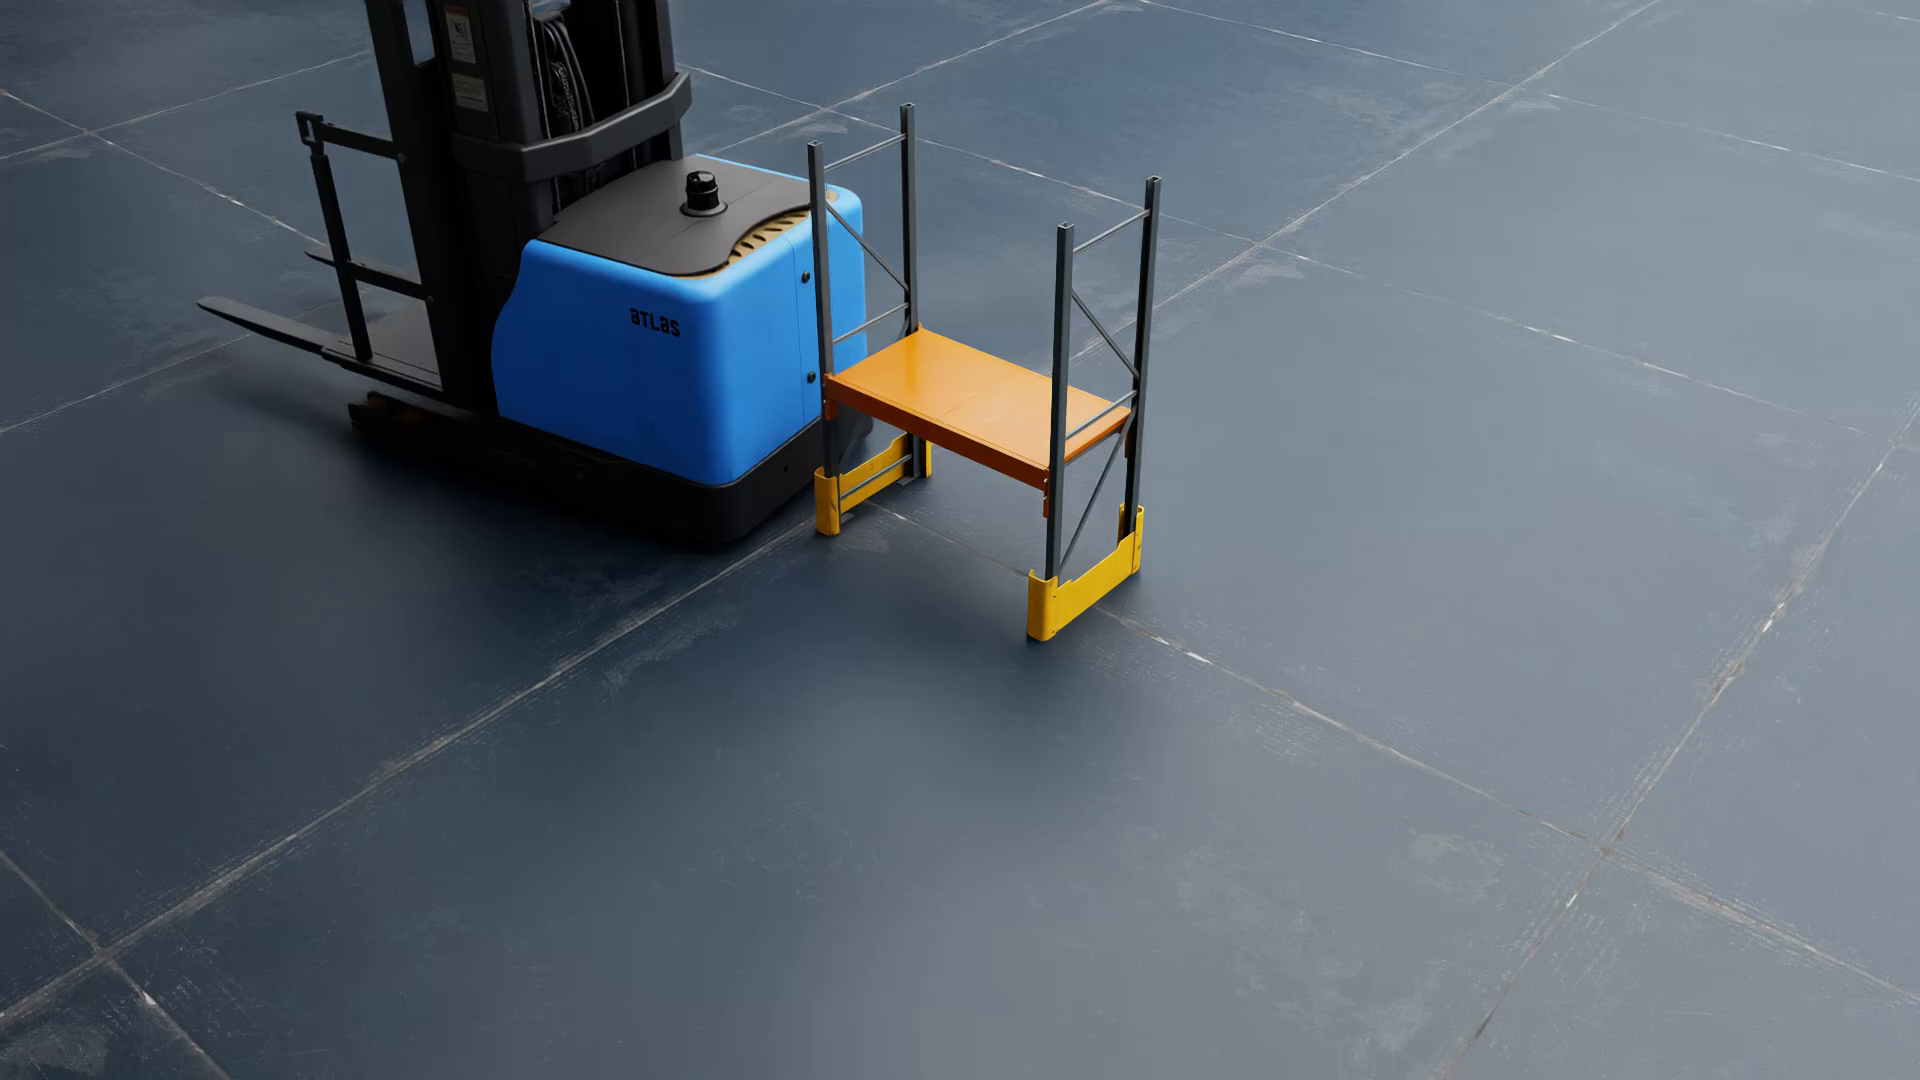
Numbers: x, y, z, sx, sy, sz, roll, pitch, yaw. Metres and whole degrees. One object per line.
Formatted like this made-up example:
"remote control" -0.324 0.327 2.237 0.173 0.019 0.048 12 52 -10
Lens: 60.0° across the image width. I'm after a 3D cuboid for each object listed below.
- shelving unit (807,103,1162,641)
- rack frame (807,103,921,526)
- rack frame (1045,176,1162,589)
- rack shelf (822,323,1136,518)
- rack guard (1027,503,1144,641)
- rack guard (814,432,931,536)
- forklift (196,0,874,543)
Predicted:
"shelving unit" 0.059 -0.591 5.711 1.083 1.500 0.587 25 42 32
"rack frame" -0.325 -0.771 5.974 0.032 1.500 0.500 25 42 32
"rack frame" 0.456 -0.403 5.438 0.032 1.500 0.500 25 42 32
"rack shelf" 0.066 -0.439 5.808 1.000 0.185 0.538 25 42 32
"rack guard" 0.441 0.105 5.802 0.087 0.250 0.587 25 42 32
"rack guard" -0.324 -0.256 6.327 0.087 0.250 0.587 25 42 32
"forklift" -1.883 -1.803 6.211 3.031 2.935 1.130 18 38 25
